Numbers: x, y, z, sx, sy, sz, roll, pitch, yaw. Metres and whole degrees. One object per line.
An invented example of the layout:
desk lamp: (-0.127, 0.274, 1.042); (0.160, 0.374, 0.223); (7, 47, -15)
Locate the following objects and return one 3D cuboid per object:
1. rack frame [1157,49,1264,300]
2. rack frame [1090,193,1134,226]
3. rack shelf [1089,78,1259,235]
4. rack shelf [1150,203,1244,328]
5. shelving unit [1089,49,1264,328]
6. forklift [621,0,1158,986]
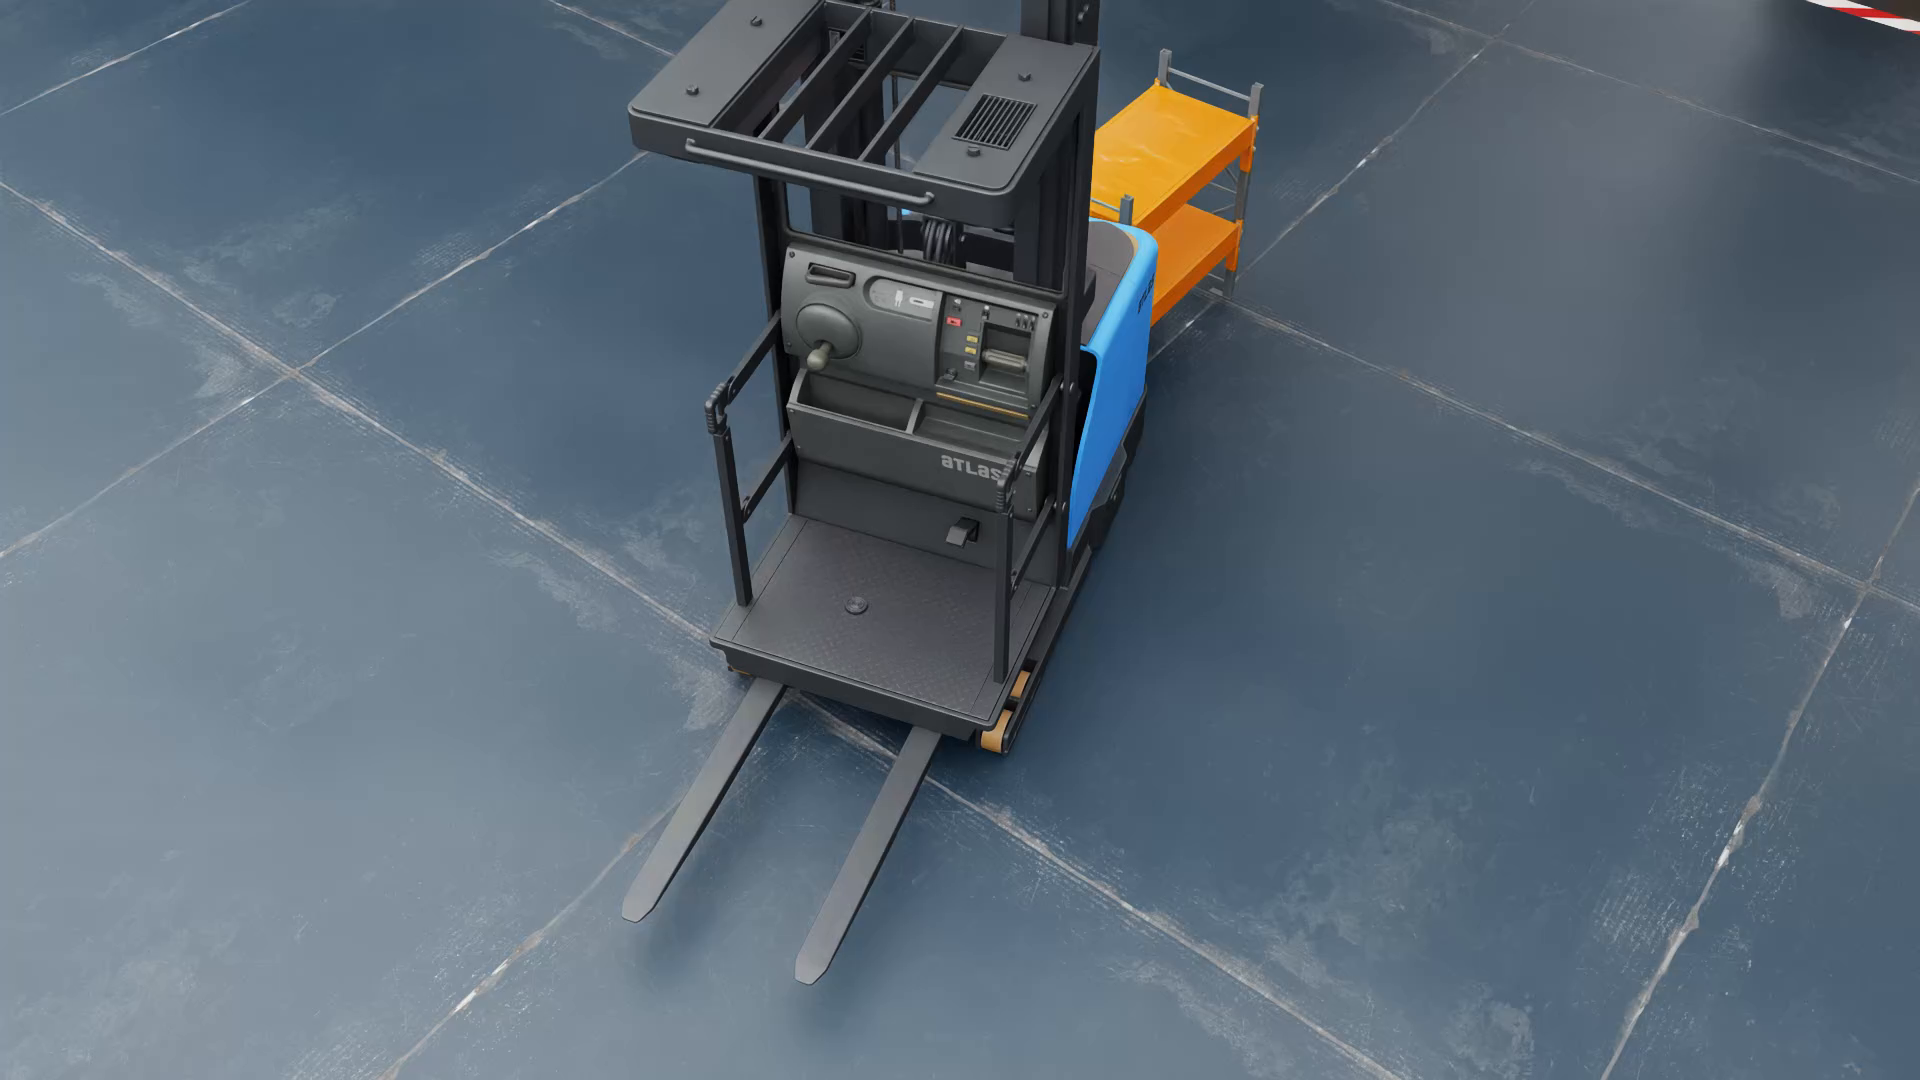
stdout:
rack frame: (1.078, -1.634, 7.533); (0.500, 1.125, 0.032); (28, 53, 24)
rack frame: (0.469, -1.045, 6.971); (0.500, 1.125, 0.032); (28, 53, 24)
rack shelf: (0.773, -1.542, 7.040); (0.538, 0.278, 1.000); (28, 53, 24)
rack shelf: (0.773, -1.171, 7.429); (0.538, 0.278, 1.000); (28, 53, 24)
shelving unit: (0.773, -1.340, 7.252); (0.538, 1.125, 1.048); (28, 53, 24)
forklift: (-0.225, -0.592, 5.289); (1.130, 2.935, 3.031); (16, 48, 14)
